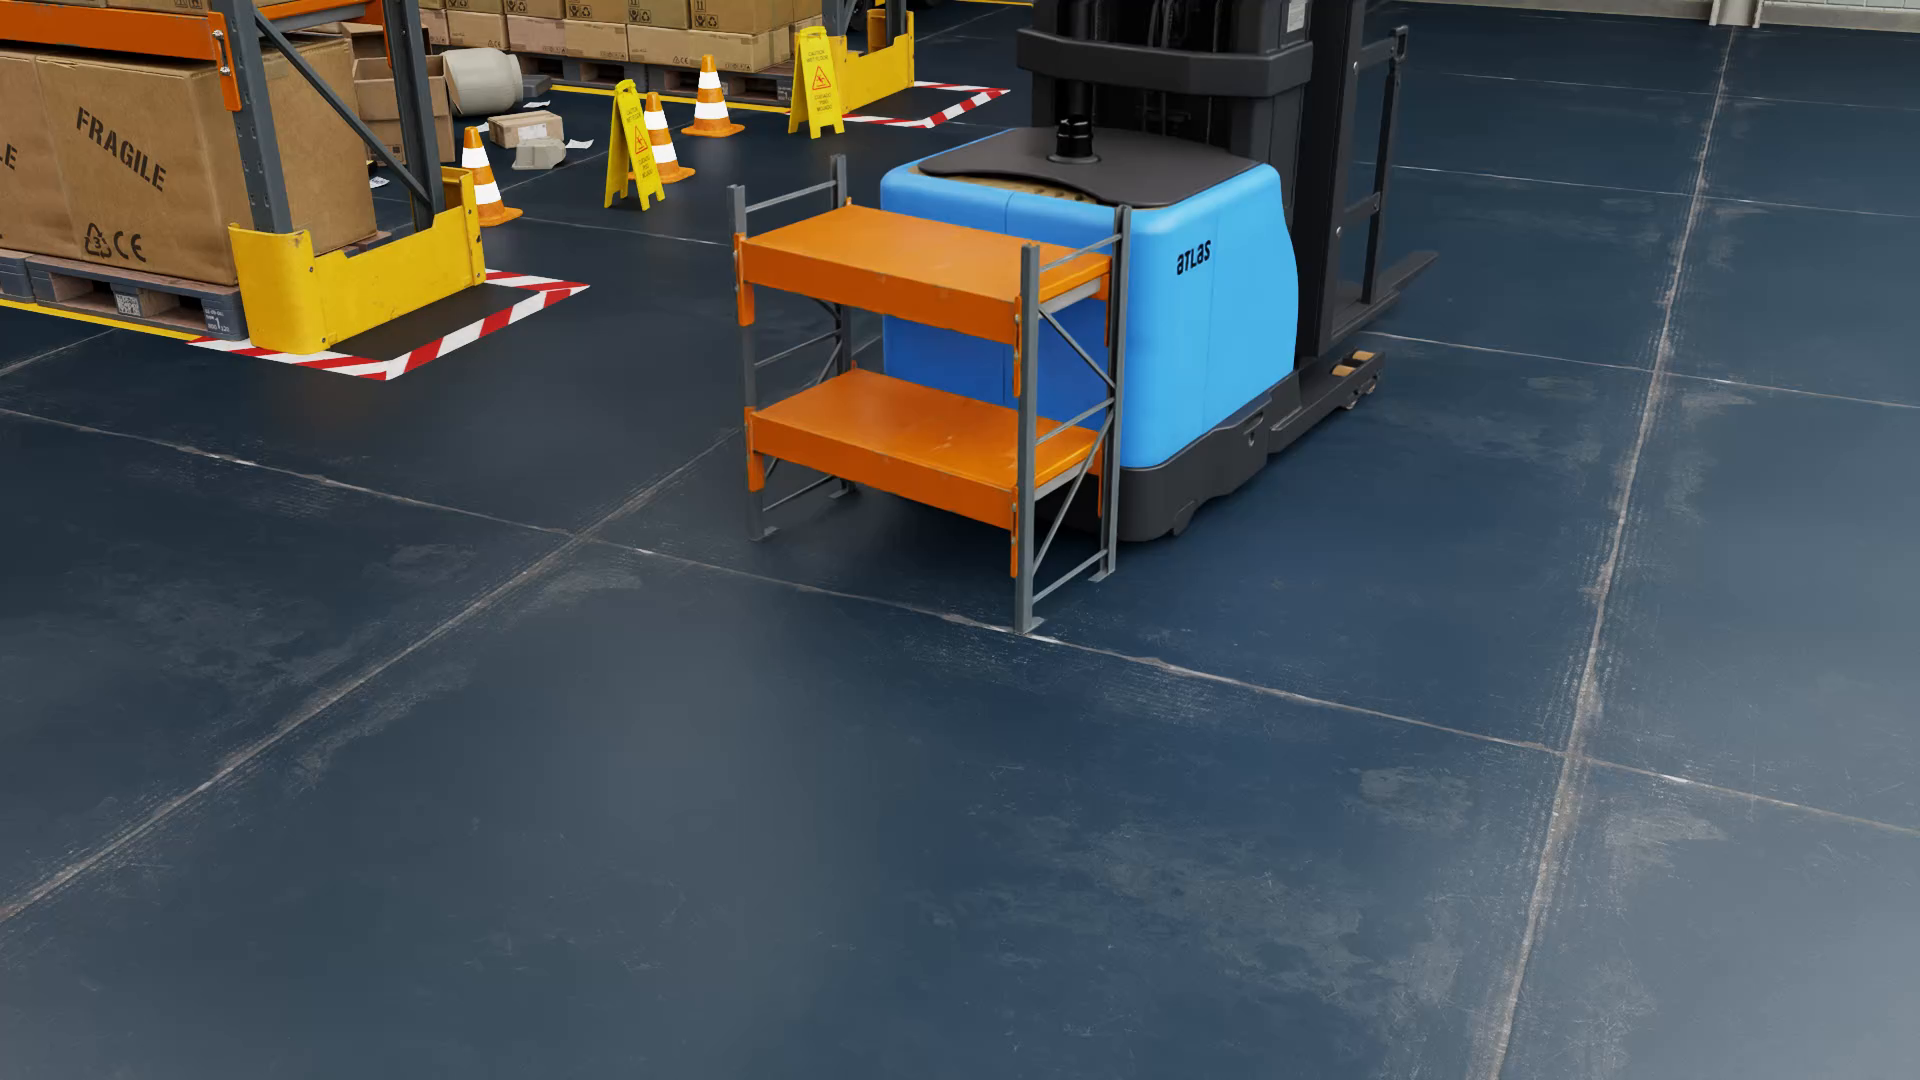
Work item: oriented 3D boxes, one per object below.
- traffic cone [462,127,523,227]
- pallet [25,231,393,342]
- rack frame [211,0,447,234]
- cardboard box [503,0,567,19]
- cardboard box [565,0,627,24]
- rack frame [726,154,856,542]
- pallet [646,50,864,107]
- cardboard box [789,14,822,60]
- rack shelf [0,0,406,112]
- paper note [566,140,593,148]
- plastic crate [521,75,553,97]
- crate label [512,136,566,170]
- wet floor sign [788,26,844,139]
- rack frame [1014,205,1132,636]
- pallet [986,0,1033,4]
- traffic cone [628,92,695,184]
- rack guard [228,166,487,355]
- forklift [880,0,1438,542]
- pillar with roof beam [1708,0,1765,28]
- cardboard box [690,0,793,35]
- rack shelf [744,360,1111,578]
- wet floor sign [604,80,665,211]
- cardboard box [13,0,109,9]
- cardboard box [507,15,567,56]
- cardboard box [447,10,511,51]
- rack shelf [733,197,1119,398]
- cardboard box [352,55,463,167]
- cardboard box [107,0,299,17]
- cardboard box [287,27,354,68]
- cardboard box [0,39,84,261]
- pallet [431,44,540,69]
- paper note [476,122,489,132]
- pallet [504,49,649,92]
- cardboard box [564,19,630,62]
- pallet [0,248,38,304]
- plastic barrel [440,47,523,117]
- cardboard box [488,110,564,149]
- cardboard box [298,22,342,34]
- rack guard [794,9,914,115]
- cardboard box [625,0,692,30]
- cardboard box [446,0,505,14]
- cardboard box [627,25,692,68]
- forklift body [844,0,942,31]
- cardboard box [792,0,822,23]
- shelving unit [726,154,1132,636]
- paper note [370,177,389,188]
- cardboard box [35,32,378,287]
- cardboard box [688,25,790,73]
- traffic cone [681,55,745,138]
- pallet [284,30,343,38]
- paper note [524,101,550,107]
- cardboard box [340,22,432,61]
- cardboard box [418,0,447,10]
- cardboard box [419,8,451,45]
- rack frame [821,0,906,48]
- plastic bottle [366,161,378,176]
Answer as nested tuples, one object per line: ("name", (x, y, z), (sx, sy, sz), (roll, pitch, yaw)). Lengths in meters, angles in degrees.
("traffic cone", (-2.486, -1.891, 8.567), (0.334, 0.463, 0.336), (11, 28, 22))
("pallet", (-3.350, -1.225, 7.499), (1.213, 0.211, 1.003), (11, 28, 22))
("rack frame", (-2.590, -2.361, 6.650), (0.127, 3.000, 1.000), (11, 28, 22))
("cardboard box", (-2.885, -3.988, 11.742), (0.500, 0.500, 0.500), (13, 29, 24))
("cardboard box", (-2.403, -3.892, 11.548), (0.500, 0.500, 0.500), (11, 28, 21))
("rack frame", (-0.509, -0.590, 5.175), (0.032, 1.125, 0.500), (18, 31, 32))
("pallet", (-1.427, -3.296, 11.705), (1.213, 0.211, 1.003), (11, 28, 22))
("cardboard box", (-1.253, -3.584, 11.770), (0.500, 0.250, 0.500), (11, 28, 21))
("rack shelf", (-4.410, -2.404, 7.552), (4.000, 0.370, 1.077), (11, 28, 22))
("paper note", (-2.317, -2.410, 10.111), (0.142, 0.019, 0.148), (2, 26, 4))
("plastic crate", (-3.184, -3.175, 11.608), (0.583, 0.080, 0.402), (2, 26, 4))
("crate label", (-2.450, -2.256, 9.677), (0.298, 0.136, 0.250), (-2, 26, -5))
("wet floor sign", (-0.903, -2.849, 10.306), (0.232, 0.644, 0.267), (23, 35, 39))
("rack frame", (0.313, -0.326, 4.639), (0.032, 1.125, 0.500), (18, 31, 32))
("pallet", (0.705, -5.239, 15.651), (1.213, 0.211, 1.003), (11, 28, 22))
("traffic cone", (-1.708, -2.283, 9.364), (0.334, 0.463, 0.336), (11, 28, 22))
("rack guard", (-2.568, -1.235, 7.193), (0.348, 0.500, 1.175), (11, 28, 22))
("forklift", (0.977, -1.910, 5.811), (1.130, 2.935, 3.031), (17, 31, 30))
("pillar with roof beam", (4.837, -6.720, 8.711), (0.400, 9.000, 9.100), (11, 28, 22))
("cardboard box", (-1.470, -3.703, 11.164), (0.500, 0.500, 0.500), (12, 28, 22))
("rack shelf", (-0.098, -0.239, 5.015), (1.000, 0.278, 0.538), (18, 31, 32))
("wet floor sign", (-1.744, -2.096, 8.776), (0.232, 0.644, 0.267), (6, 27, 13))
("cardboard box", (-3.456, -2.570, 6.904), (0.550, 0.550, 0.875), (11, 28, 22))
("cardboard box", (-2.874, -3.651, 11.907), (0.500, 0.250, 0.500), (11, 28, 21))
("cardboard box", (-3.358, -3.747, 12.102), (0.500, 0.250, 0.500), (13, 29, 25))
("rack shelf", (-0.098, -0.721, 4.778), (1.000, 0.278, 0.538), (18, 31, 32))
("cardboard box", (-3.280, -2.553, 9.866), (0.637, 0.503, 0.797), (-7, 27, -14))
("cardboard box", (-2.946, -2.478, 6.718), (0.550, 0.550, 0.875), (11, 28, 22))
("cardboard box", (-4.134, -2.782, 10.177), (0.503, 0.637, 0.797), (11, 28, 22))
("cardboard box", (-4.036, -1.854, 7.549), (0.875, 0.875, 0.875), (11, 28, 21))
("pallet", (-3.648, -3.742, 12.611), (1.213, 0.211, 1.003), (11, 28, 22))
("paper note", (-3.028, -2.621, 10.552), (0.142, 0.019, 0.148), (23, 35, 39))
("pallet", (-2.534, -3.519, 12.159), (1.213, 0.211, 1.003), (11, 28, 22))
("cardboard box", (-2.427, -3.556, 11.714), (0.500, 0.250, 0.500), (10, 28, 20))
("pallet", (-4.457, -1.449, 7.953), (1.213, 0.211, 1.003), (11, 28, 22))
("plastic barrel", (-3.140, -2.983, 10.830), (0.512, 0.421, 0.421), (-12, 29, -23))
("cardboard box", (-2.662, -2.518, 10.197), (0.380, 0.149, 0.250), (-18, 31, -31))
("cardboard box", (-4.753, -4.206, 12.896), (0.625, 0.372, 0.950), (12, 29, 22))
("rack guard", (-0.702, -3.262, 11.310), (0.348, 0.500, 1.175), (11, 28, 22))
("cardboard box", (-1.947, -3.797, 11.355), (0.500, 0.500, 0.500), (12, 29, 24))
("cardboard box", (-3.357, -4.083, 11.936), (0.500, 0.500, 0.500), (13, 29, 24))
("cardboard box", (-1.948, -3.462, 11.524), (0.500, 0.250, 0.500), (11, 28, 22))
("forklift body", (-1.063, -5.599, 14.187), (1.214, 2.155, 2.313), (11, 28, 22))
("cardboard box", (-1.275, -3.924, 11.613), (0.500, 0.500, 0.500), (10, 28, 20))
("shelving unit", (-0.098, -0.458, 4.907), (1.048, 1.125, 0.538), (18, 31, 32))
("paper note", (-3.277, -1.990, 9.260), (0.142, 0.017, 0.144), (23, 35, 39))
("cardboard box", (-3.235, -1.694, 7.224), (0.875, 0.875, 0.875), (12, 28, 22))
("cardboard box", (-1.502, -3.369, 11.334), (0.500, 0.250, 0.500), (11, 28, 22))
("traffic cone", (-1.558, -2.792, 10.397), (0.334, 0.463, 0.336), (11, 28, 22))
("pallet", (-4.983, -3.992, 13.119), (1.213, 0.211, 1.003), (11, 28, 22))
("paper note", (-2.842, -2.931, 11.169), (0.148, 0.019, 0.142), (2, 26, 4))
("cardboard box", (-3.862, -3.238, 11.258), (0.500, 0.500, 0.500), (-12, 29, -23))
("cardboard box", (-3.849, -4.176, 12.125), (0.500, 0.500, 0.500), (13, 29, 24))
("cardboard box", (-3.849, -3.840, 12.291), (0.500, 0.250, 0.500), (10, 28, 19))
("rack frame", (-0.633, -4.370, 10.730), (0.127, 3.000, 1.000), (11, 28, 22))
("plastic bottle", (-3.489, -2.127, 9.500), (0.283, 0.061, 0.133), (2, 26, 4))
